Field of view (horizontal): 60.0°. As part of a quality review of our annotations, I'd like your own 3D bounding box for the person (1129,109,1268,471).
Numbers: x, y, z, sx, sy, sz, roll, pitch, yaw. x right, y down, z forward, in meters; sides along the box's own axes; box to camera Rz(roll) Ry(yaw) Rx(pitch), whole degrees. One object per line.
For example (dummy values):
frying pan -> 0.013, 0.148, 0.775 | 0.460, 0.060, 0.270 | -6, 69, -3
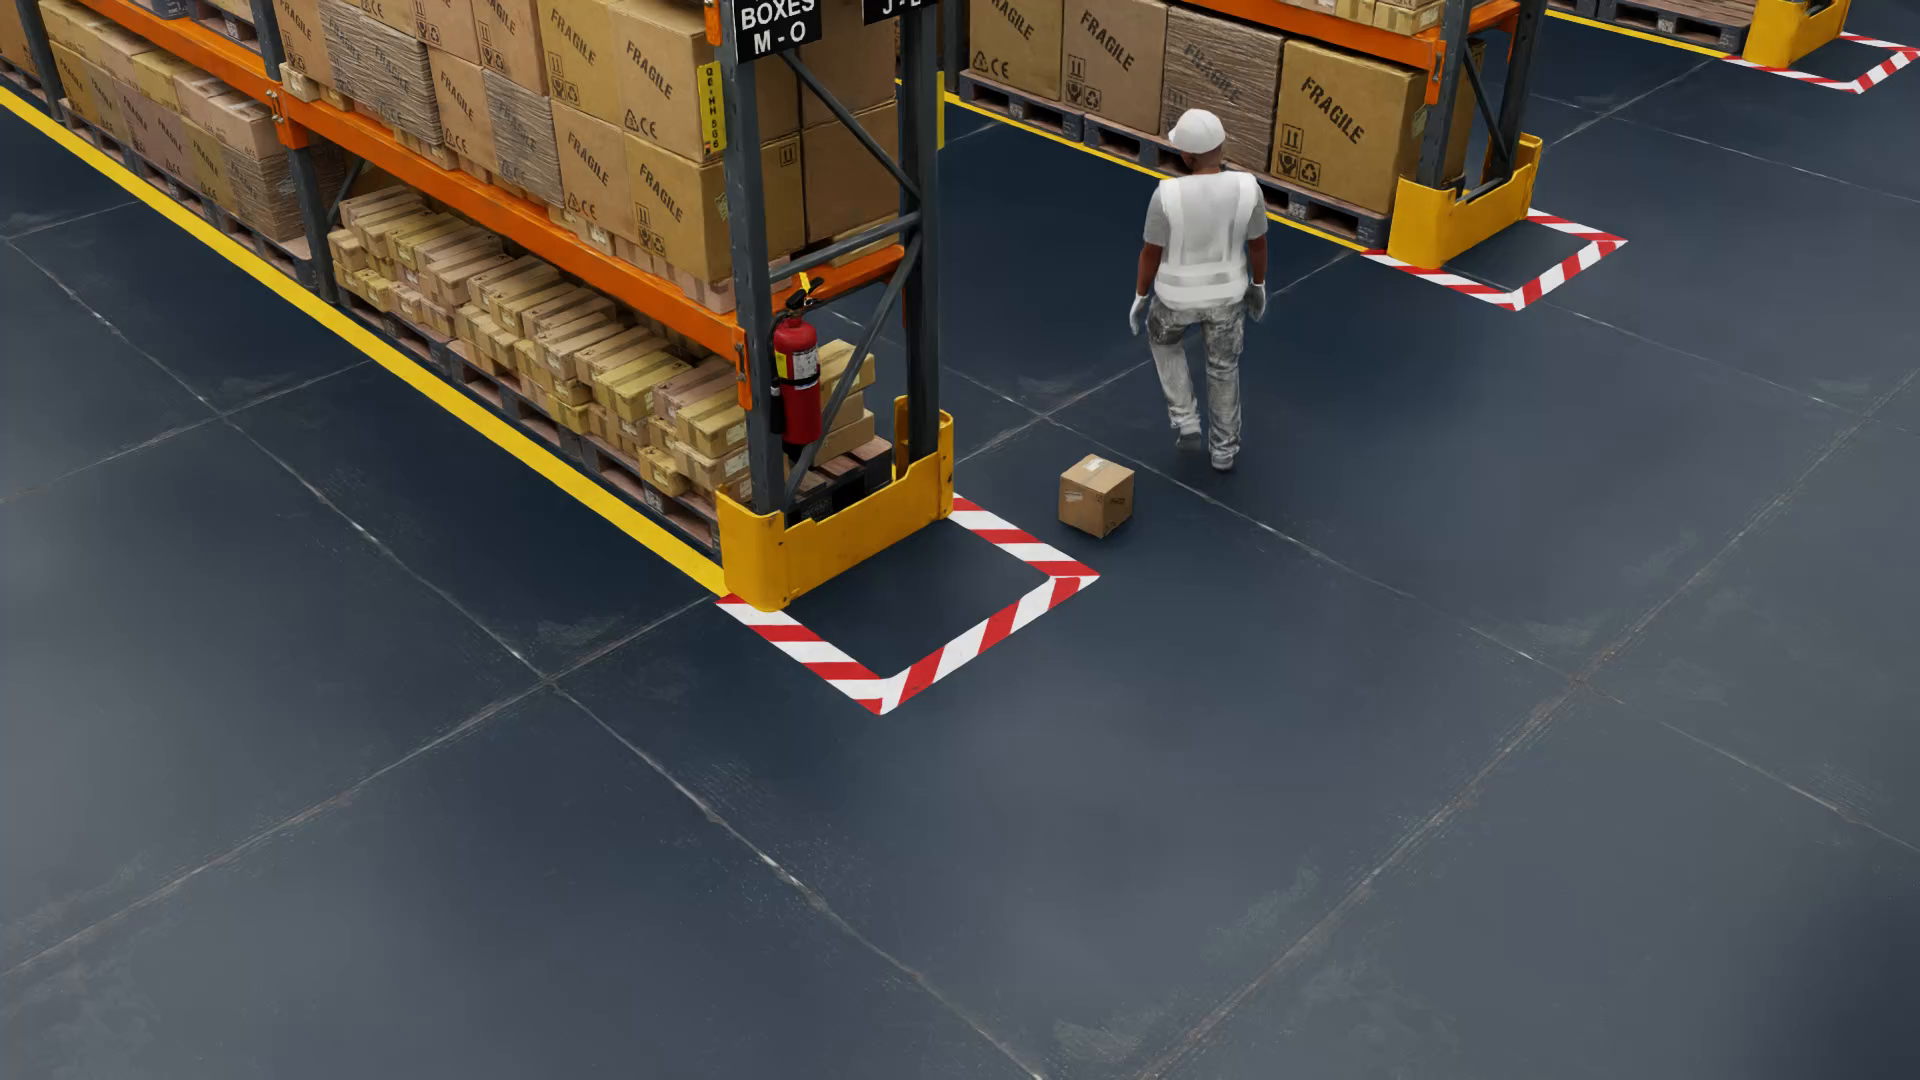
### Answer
person -> 1.105, -1.172, 7.759 | 0.647, 1.768, 0.456 | -1, 35, -1
